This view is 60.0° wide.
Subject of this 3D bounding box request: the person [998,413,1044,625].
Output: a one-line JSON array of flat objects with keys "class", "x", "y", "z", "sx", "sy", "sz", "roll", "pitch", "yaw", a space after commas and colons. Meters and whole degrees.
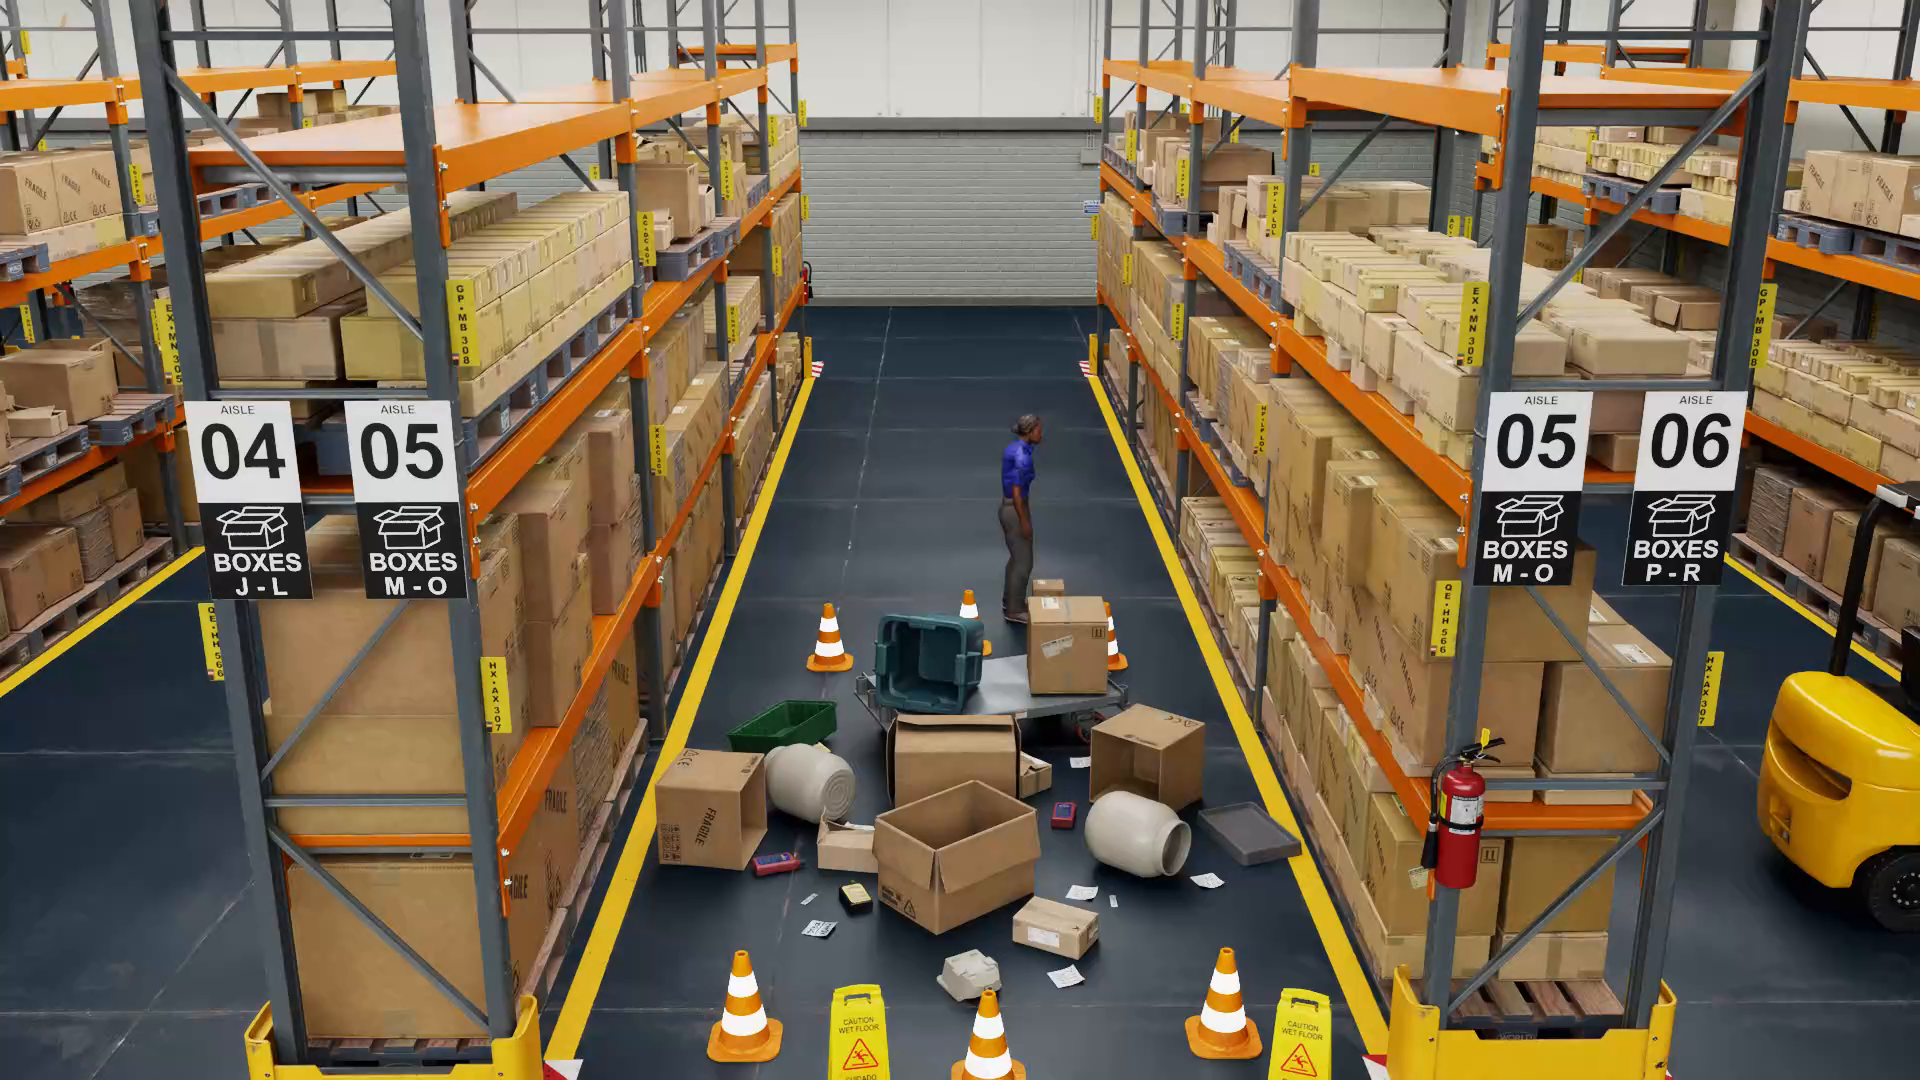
[{"class": "person", "x": 0.480, "y": -0.189, "z": 13.163, "sx": 0.349, "sy": 1.655, "sz": 0.509, "roll": 0, "pitch": 17, "yaw": -1}]
